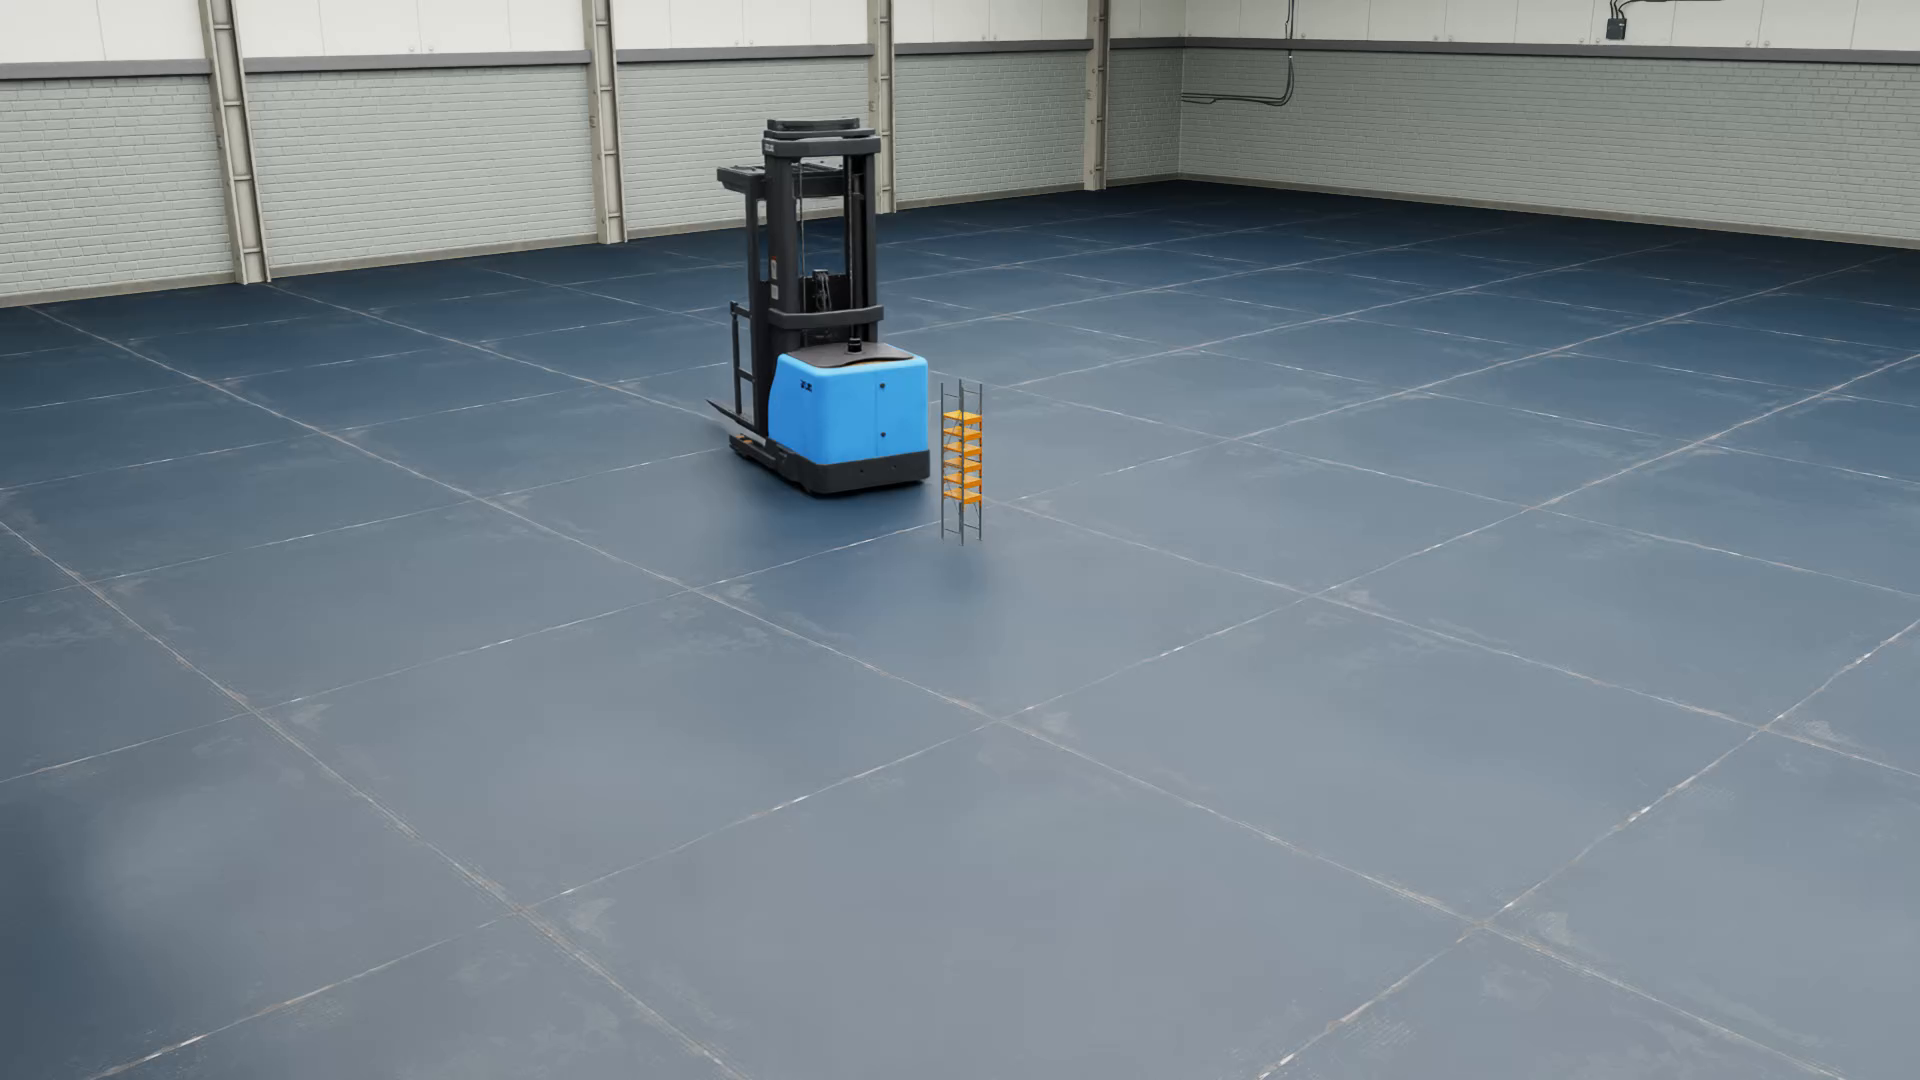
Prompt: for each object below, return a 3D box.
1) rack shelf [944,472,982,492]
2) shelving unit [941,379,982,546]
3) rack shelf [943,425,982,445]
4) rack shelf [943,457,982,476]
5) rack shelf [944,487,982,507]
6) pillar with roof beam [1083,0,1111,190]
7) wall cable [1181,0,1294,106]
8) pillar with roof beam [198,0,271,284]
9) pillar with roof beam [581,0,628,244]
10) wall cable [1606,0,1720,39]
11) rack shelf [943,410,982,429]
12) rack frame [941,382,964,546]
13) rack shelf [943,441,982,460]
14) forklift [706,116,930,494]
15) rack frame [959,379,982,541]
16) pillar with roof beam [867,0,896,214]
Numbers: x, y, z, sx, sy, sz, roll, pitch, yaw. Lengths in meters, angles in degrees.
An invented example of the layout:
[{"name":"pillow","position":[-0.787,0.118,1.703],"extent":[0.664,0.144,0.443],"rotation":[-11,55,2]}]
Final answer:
[{"name":"rack shelf","position":[0.011,-0.417,12.360],"extent":[0.180,0.103,0.258],"rotation":[-16,24,-41]},{"name":"shelving unit","position":[0.011,-0.574,12.309],"extent":[0.189,1.200,0.258],"rotation":[-16,24,-41]},{"name":"rack shelf","position":[0.011,-0.760,12.249],"extent":[0.180,0.103,0.258],"rotation":[-16,24,-41]},{"name":"rack shelf","position":[0.011,-0.532,12.323],"extent":[0.180,0.103,0.258],"rotation":[-16,24,-41]},{"name":"rack shelf","position":[0.011,-0.303,12.397],"extent":[0.180,0.103,0.258],"rotation":[-16,24,-41]},{"name":"pillar with roof beam","position":[5.849,-10.855,31.374],"extent":[0.400,9.000,9.100],"rotation":[-16,24,-41]},{"name":"wall cable","position":[5.941,-10.671,35.840],"extent":[0.112,2.526,3.097],"rotation":[-16,24,-41]},{"name":"pillar with roof beam","position":[-7.230,-7.041,19.610],"extent":[0.400,9.000,9.100],"rotation":[-16,24,-41]},{"name":"pillar with roof beam","position":[-2.870,-8.312,23.532],"extent":[0.400,9.000,9.100],"rotation":[-16,24,-41]},{"name":"wall cable","position":[12.451,-11.635,28.265],"extent":[0.169,6.003,2.305],"rotation":[-16,24,-41]},{"name":"rack shelf","position":[0.011,-0.874,12.212],"extent":[0.180,0.103,0.258],"rotation":[-16,24,-41]},{"name":"rack frame","position":[-0.056,-0.554,12.249],"extent":[0.006,1.200,0.240],"rotation":[-16,24,-41]},{"name":"rack shelf","position":[0.011,-0.646,12.286],"extent":[0.180,0.103,0.258],"rotation":[-16,24,-41]},{"name":"forklift","position":[-1.404,-2.176,14.443],"extent":[1.130,2.935,3.031],"rotation":[-10,20,-27]},{"name":"rack frame","position":[0.077,-0.593,12.369],"extent":[0.006,1.200,0.240],"rotation":[-16,24,-41]},{"name":"pillar with roof beam","position":[1.489,-9.584,27.453],"extent":[0.400,9.000,9.100],"rotation":[-16,24,-41]}]
